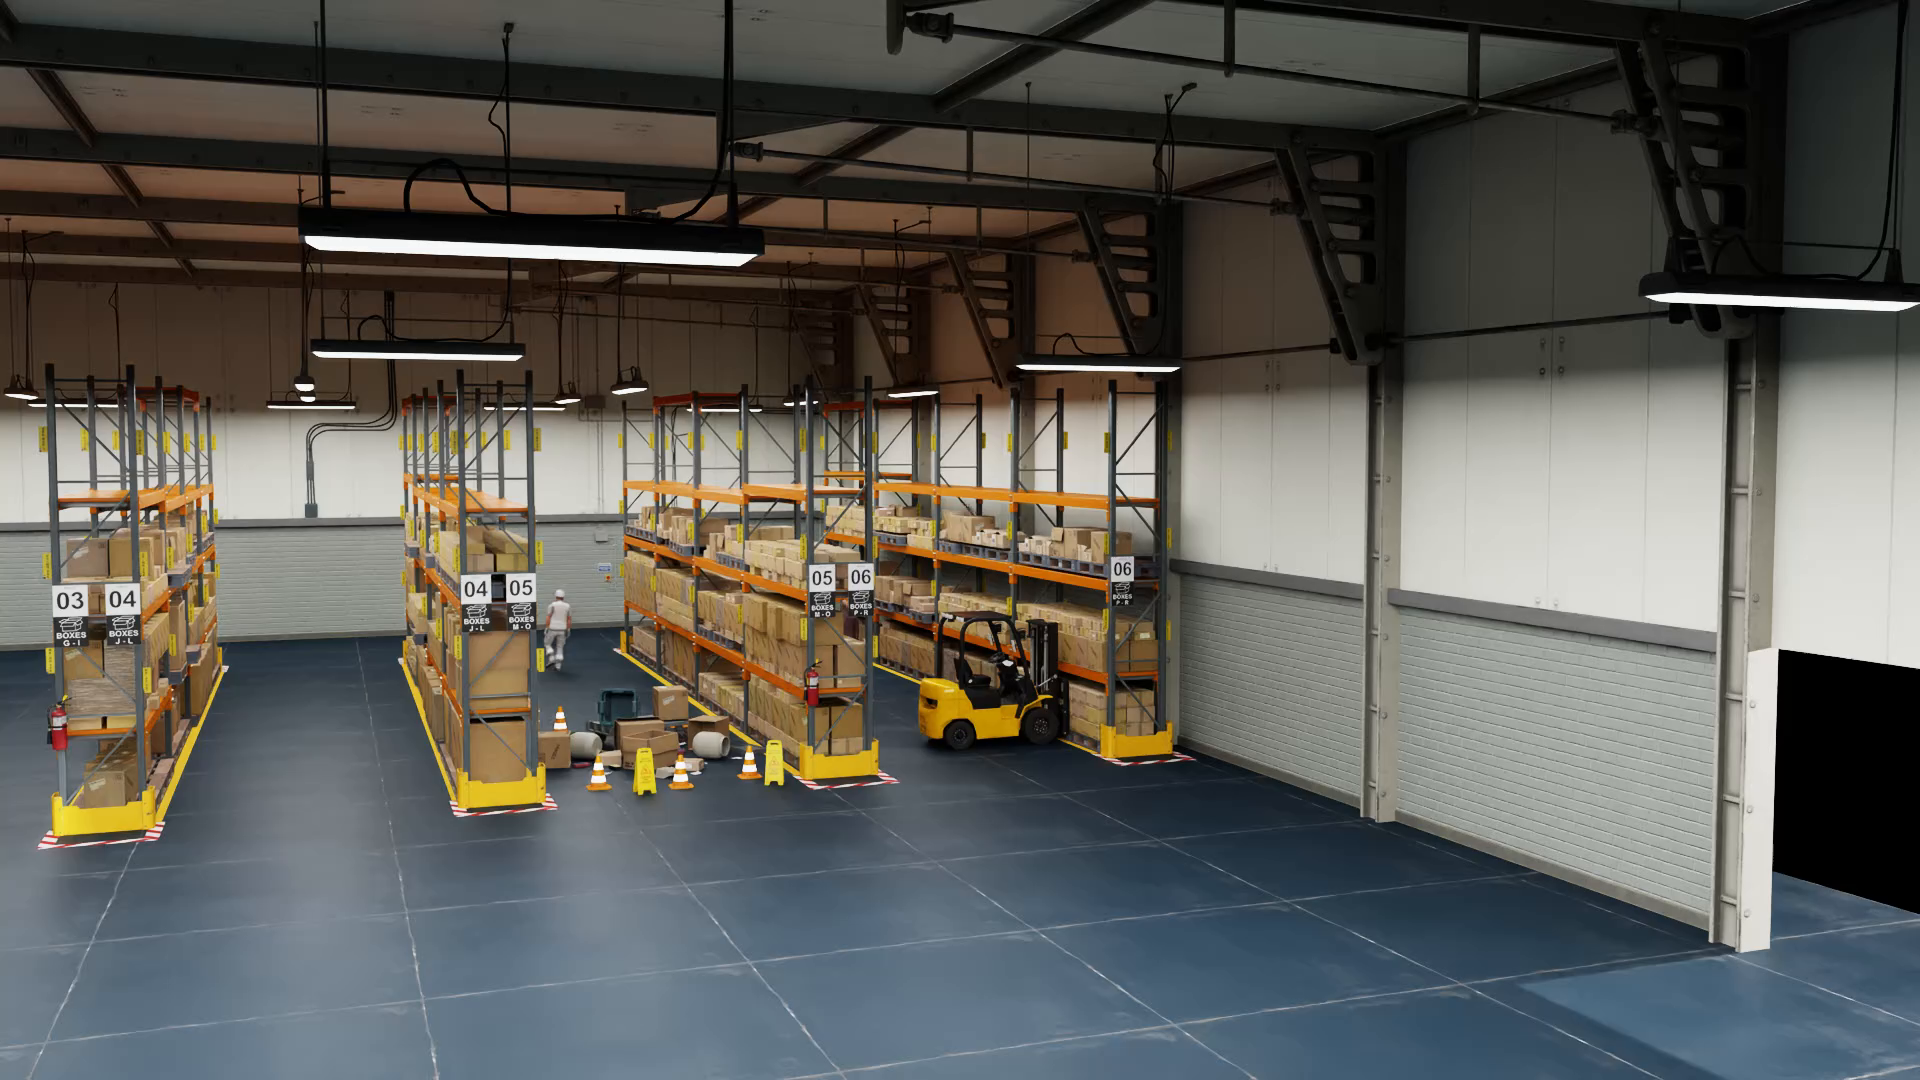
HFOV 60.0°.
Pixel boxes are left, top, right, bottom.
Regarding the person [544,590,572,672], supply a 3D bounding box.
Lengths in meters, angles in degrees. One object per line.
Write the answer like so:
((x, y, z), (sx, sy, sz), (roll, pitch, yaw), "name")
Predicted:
((-8.813, 1.977, 36.358), (0.646, 1.787, 0.467), (-2, 4, -30), "person")

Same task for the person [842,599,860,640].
((-2.288, 2.035, 32.904), (0.627, 1.749, 0.562), (-1, 4, -22), "person")
